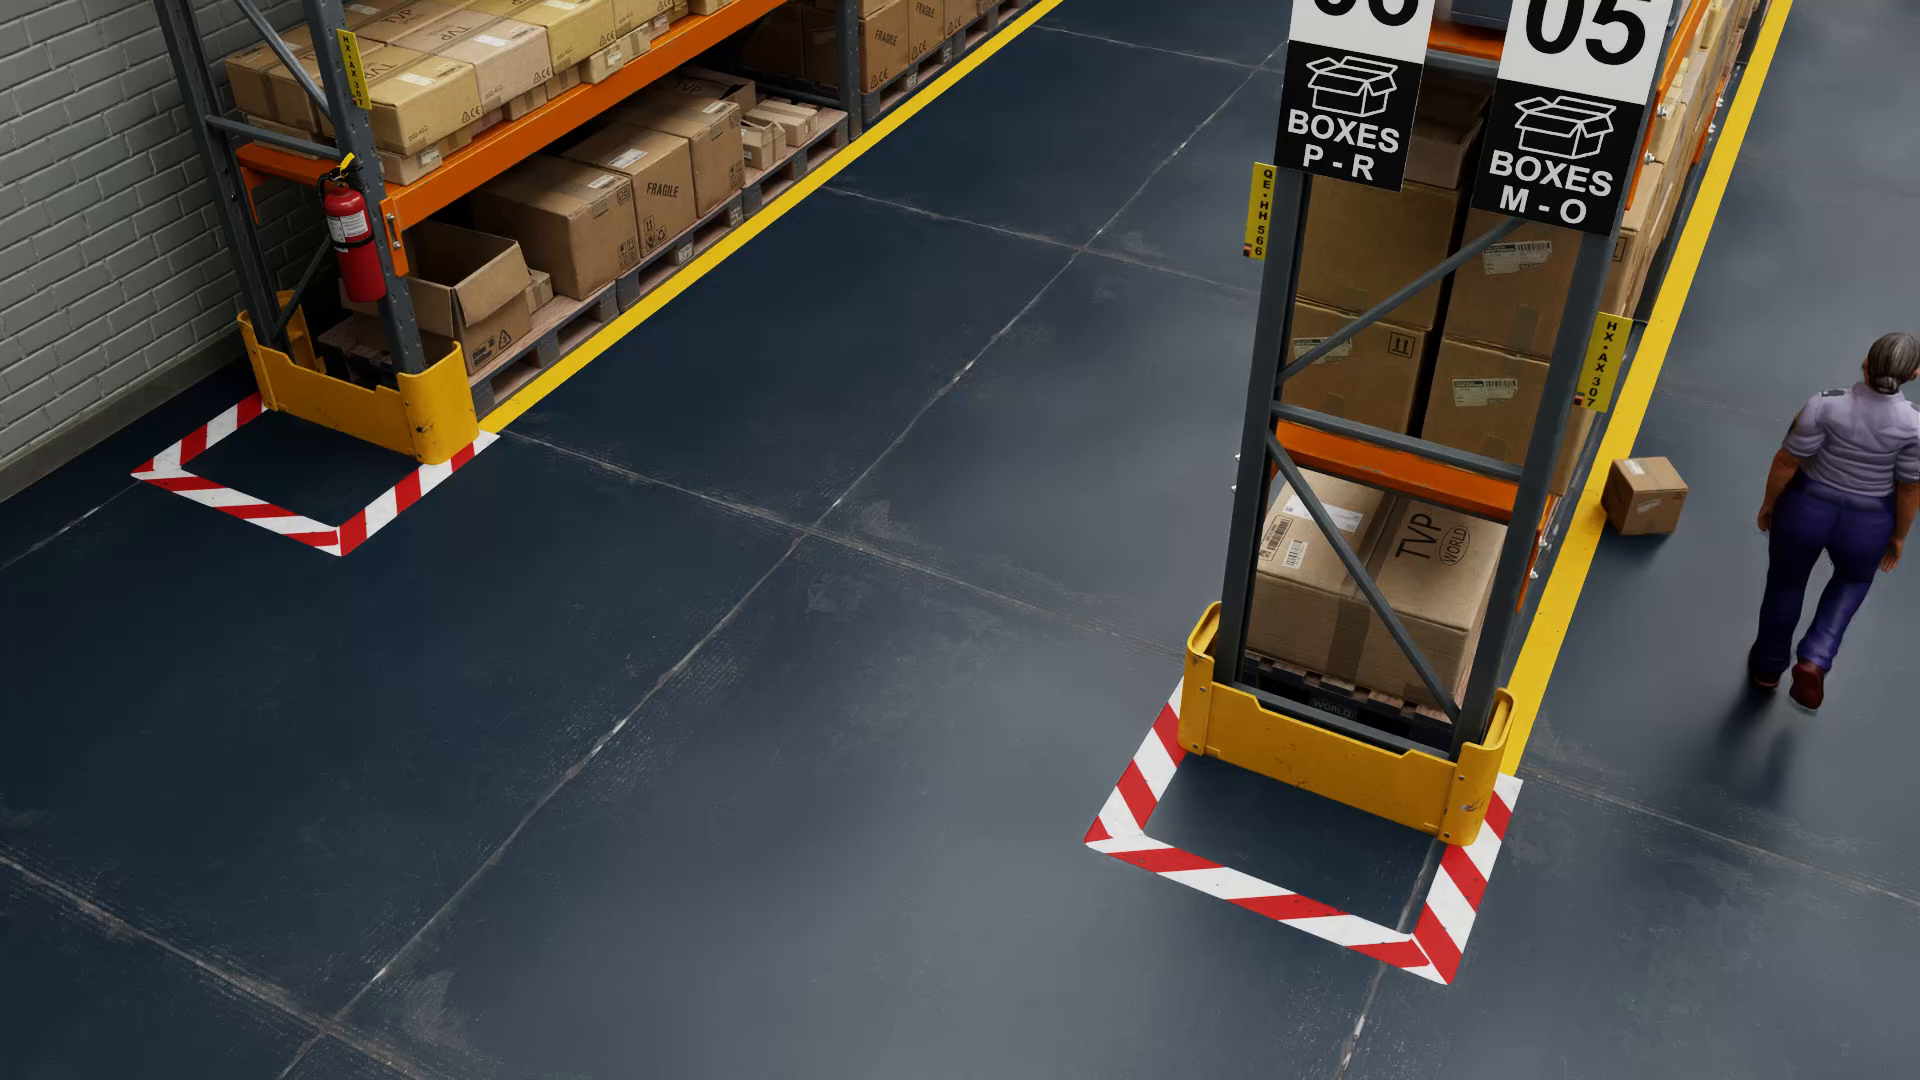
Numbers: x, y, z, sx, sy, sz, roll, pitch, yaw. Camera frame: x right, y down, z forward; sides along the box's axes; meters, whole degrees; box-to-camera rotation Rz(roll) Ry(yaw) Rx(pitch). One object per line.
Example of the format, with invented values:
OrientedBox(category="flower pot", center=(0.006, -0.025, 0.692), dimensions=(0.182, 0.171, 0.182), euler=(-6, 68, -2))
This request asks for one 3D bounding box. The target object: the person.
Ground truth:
OrientedBox(category="person", center=(3.261, -0.071, 6.226), dimensions=(0.521, 1.640, 0.483), euler=(16, 41, 20))
